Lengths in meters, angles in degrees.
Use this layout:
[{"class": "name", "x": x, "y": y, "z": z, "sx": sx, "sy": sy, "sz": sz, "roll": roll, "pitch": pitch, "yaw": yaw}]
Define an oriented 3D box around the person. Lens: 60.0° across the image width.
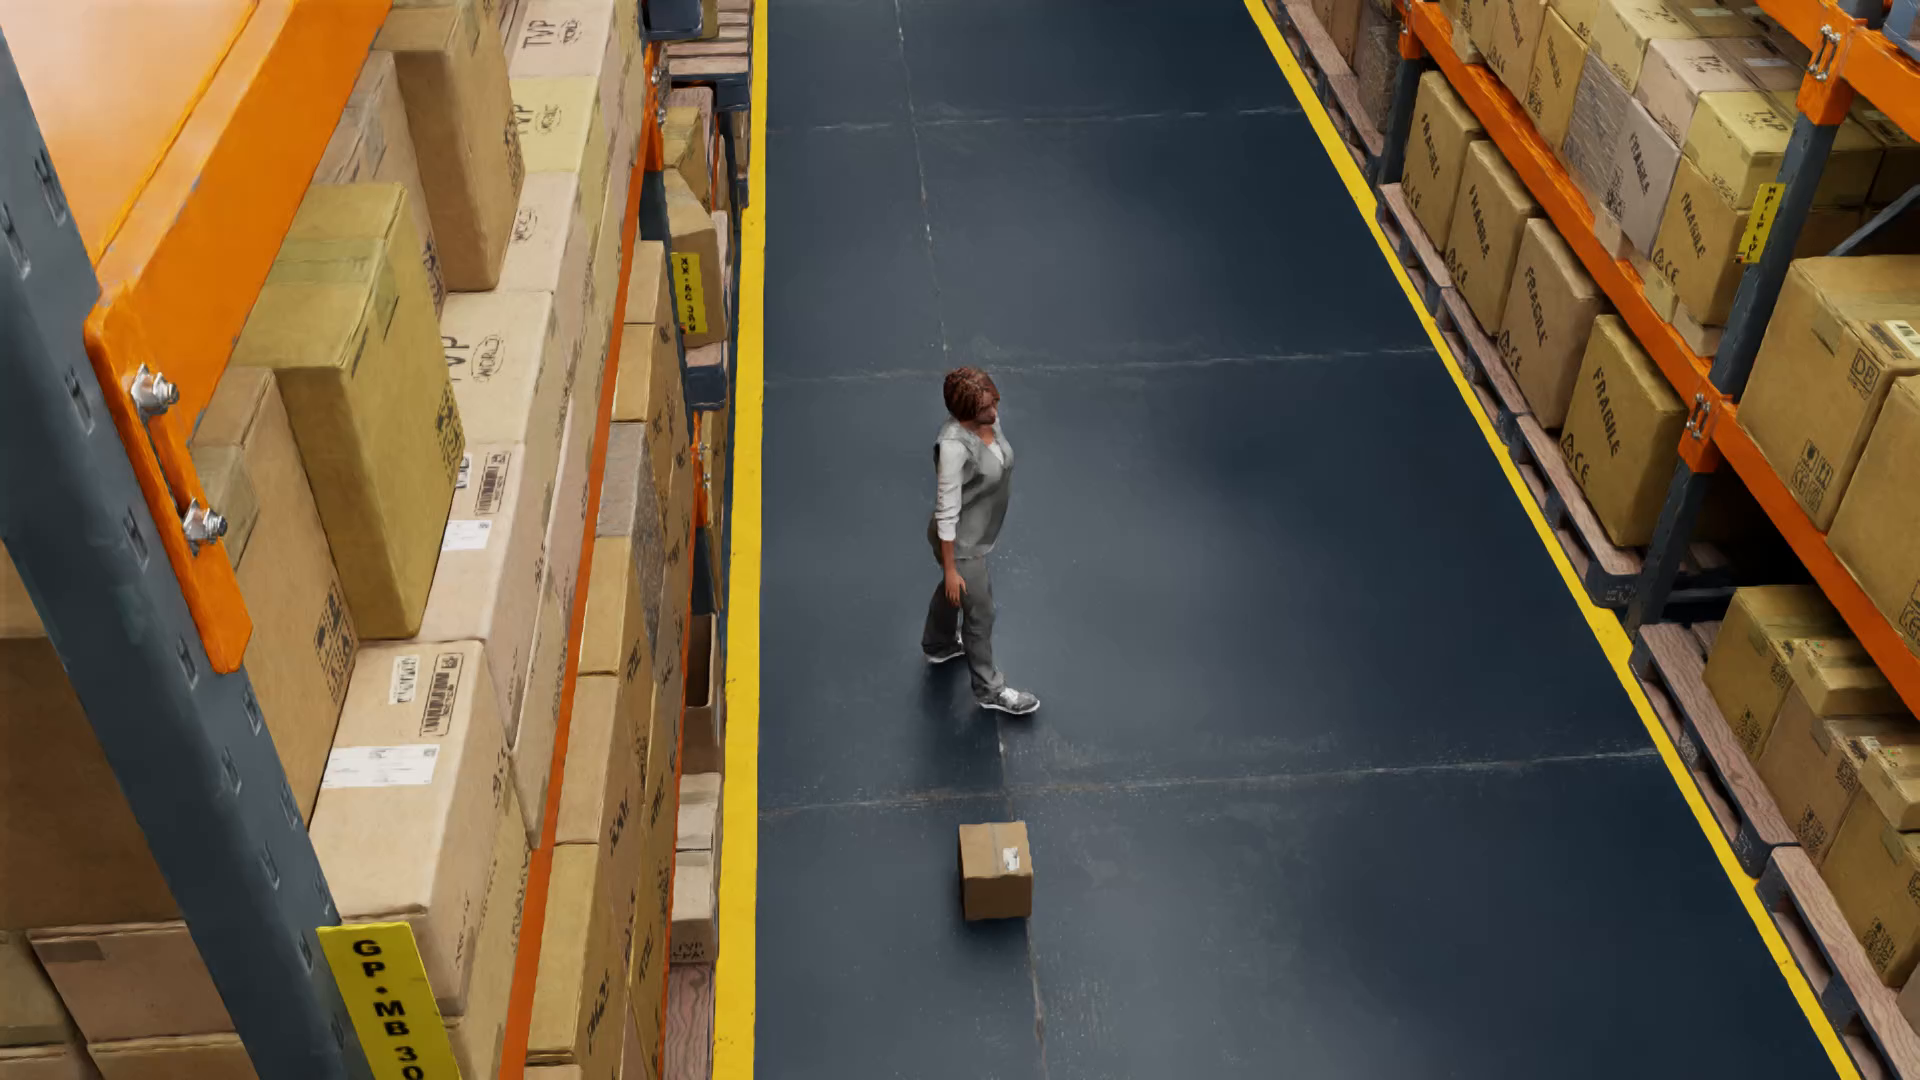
[{"class": "person", "x": 0.083, "y": 0.010, "z": 6.542, "sx": 0.561, "sy": 1.593, "sz": 0.601, "roll": 10, "pitch": 41, "yaw": 12}]
